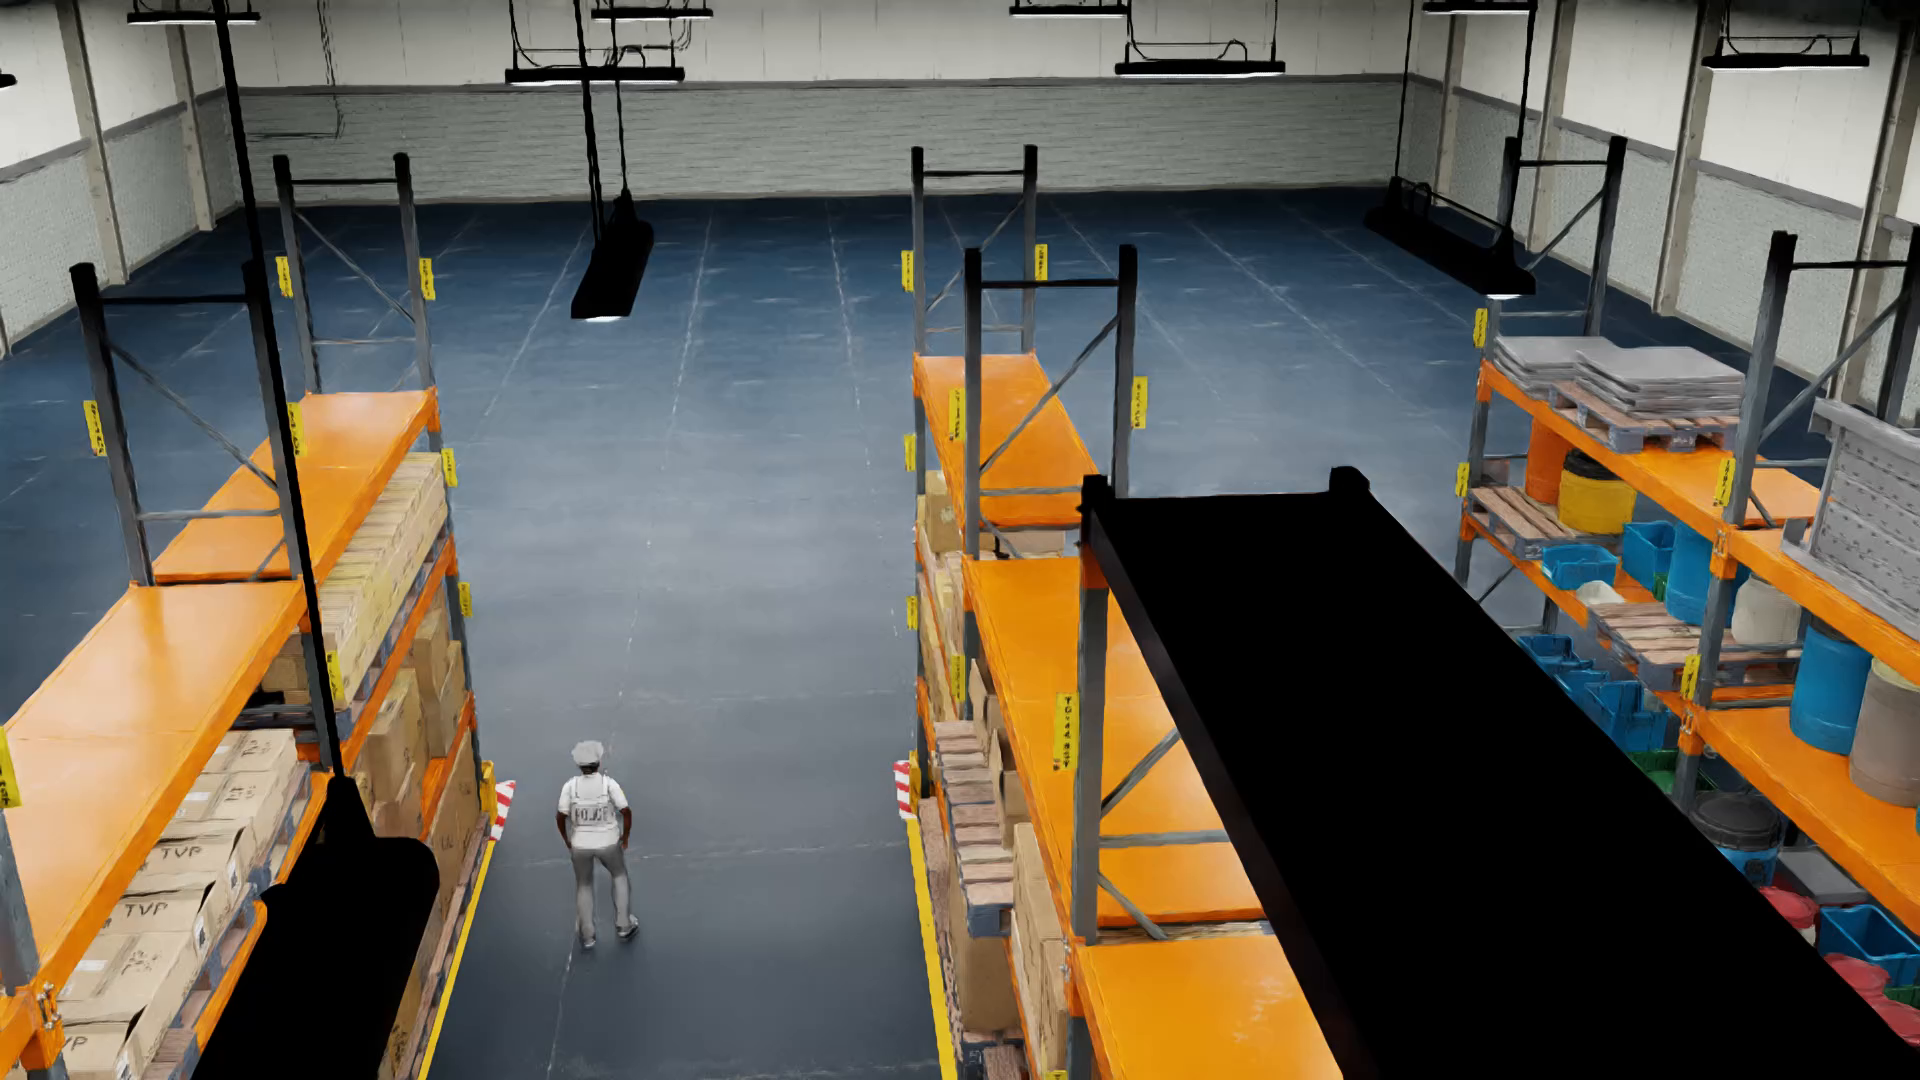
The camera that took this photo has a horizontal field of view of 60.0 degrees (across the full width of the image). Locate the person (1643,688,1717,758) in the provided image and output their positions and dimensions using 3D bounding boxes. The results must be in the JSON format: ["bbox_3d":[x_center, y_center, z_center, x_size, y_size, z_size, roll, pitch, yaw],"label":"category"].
[{"bbox_3d":[7.040,1.303,16.173,0.660,1.596,0.785,-10,24,-24],"label":"person"}]

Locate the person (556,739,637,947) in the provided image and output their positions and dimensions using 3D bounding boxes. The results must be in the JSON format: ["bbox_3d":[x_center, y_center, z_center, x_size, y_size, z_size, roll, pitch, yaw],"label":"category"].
[{"bbox_3d":[-2.915,2.428,13.333,0.592,1.621,0.531,-3,22,-8],"label":"person"}]
